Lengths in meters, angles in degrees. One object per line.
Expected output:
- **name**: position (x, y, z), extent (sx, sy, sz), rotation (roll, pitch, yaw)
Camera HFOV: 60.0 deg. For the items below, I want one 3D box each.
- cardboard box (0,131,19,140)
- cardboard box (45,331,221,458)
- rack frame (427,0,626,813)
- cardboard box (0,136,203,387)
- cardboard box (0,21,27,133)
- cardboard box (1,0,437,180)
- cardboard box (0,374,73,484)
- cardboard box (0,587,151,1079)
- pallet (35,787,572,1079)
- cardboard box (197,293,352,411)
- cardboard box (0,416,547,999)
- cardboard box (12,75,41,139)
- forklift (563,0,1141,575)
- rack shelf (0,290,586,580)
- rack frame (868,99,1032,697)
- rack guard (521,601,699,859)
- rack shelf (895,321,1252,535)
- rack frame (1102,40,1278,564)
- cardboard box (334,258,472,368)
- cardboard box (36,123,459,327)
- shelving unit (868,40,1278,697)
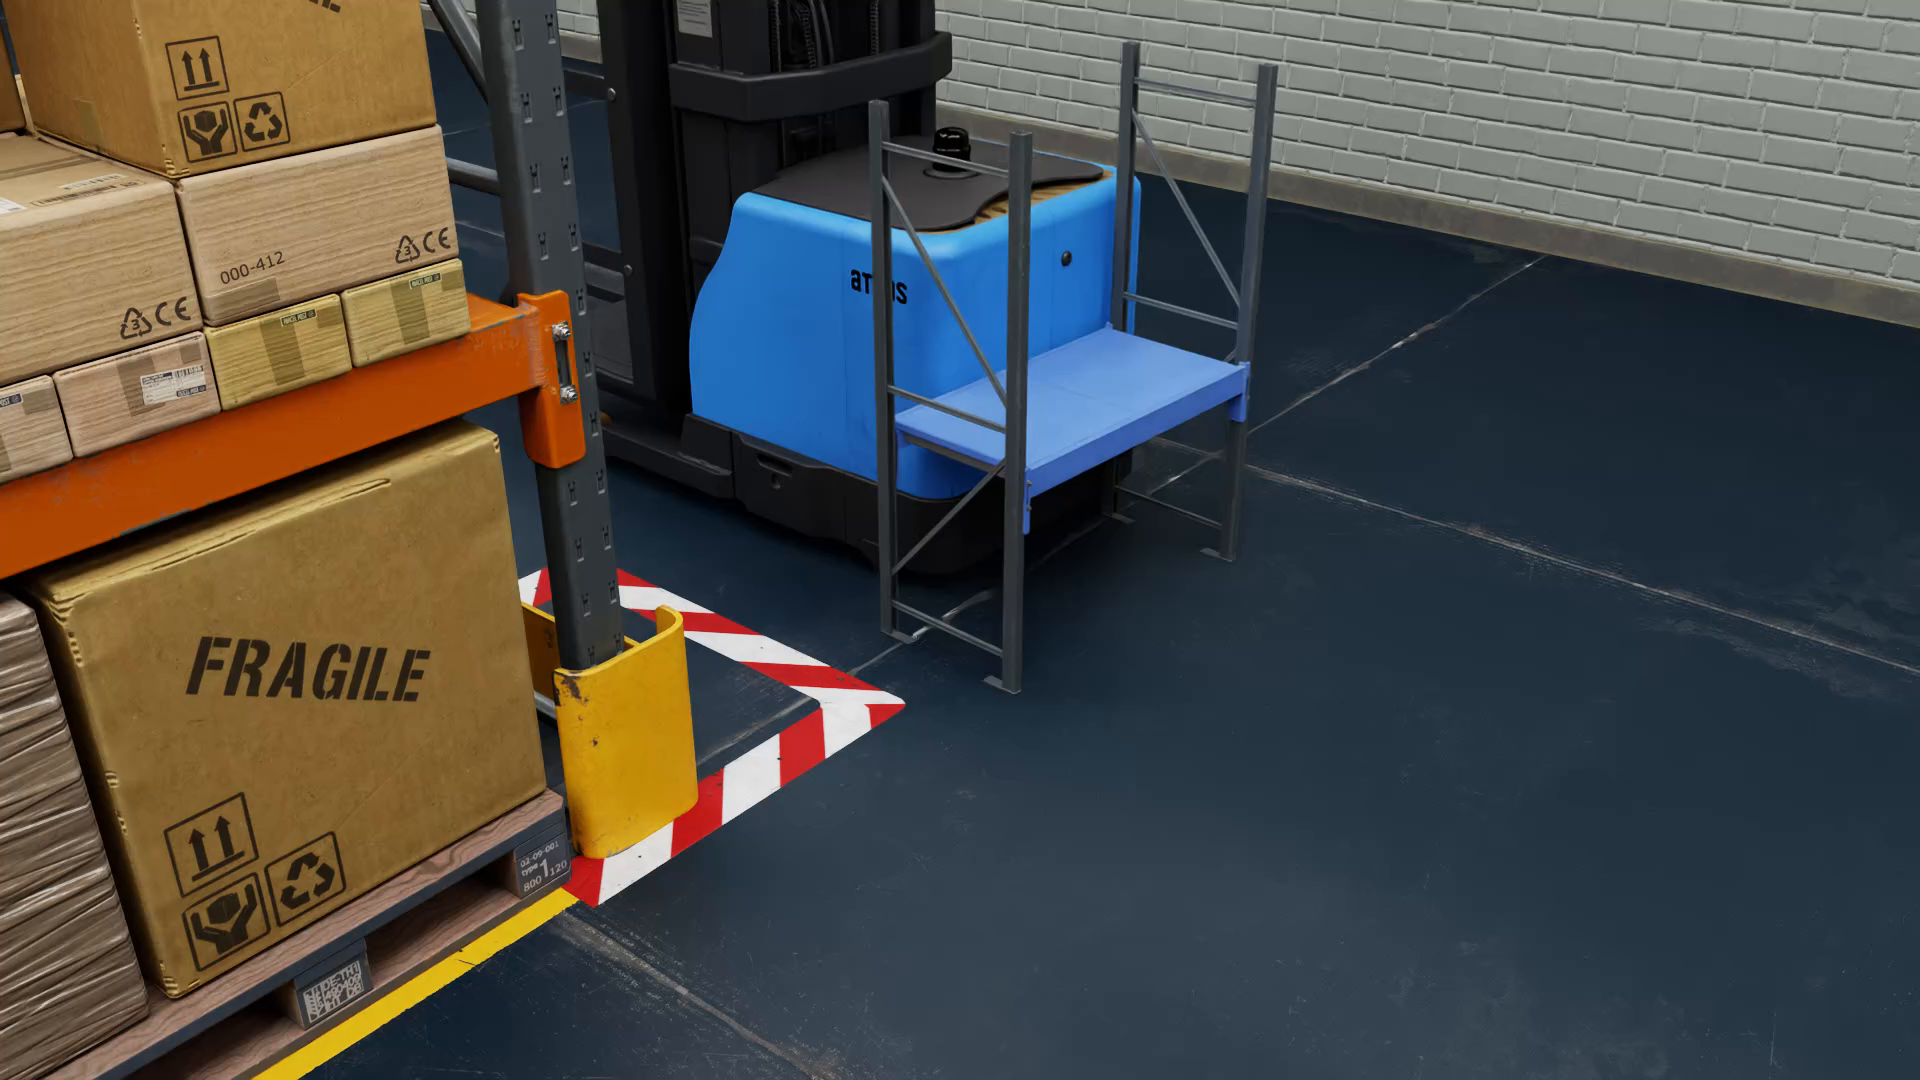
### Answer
- **cardboard box**: position (-2.023, -0.596, 2.978), extent (0.500, 0.250, 0.500), rotation (20, 34, 34)
- **cardboard box**: position (-1.481, -0.292, 2.824), extent (0.380, 0.149, 0.250), rotation (21, 34, 35)
- **rack frame**: position (-1.183, -0.808, 3.548), extent (1.000, 3.000, 0.127), rotation (21, 34, 34)
- **cardboard box**: position (-1.610, -0.445, 2.685), extent (0.500, 0.250, 0.500), rotation (20, 33, 34)
- **cardboard box**: position (-2.015, -0.938, 2.823), extent (0.500, 0.500, 0.500), rotation (20, 33, 33)
- **cardboard box**: position (-1.291, -0.957, 2.859), extent (0.500, 0.500, 0.500), rotation (21, 34, 35)
- **cardboard box**: position (-1.641, -0.204, 2.654), extent (0.380, 0.149, 0.250), rotation (21, 34, 35)
- **cardboard box**: position (-2.108, 0.522, 2.832), extent (0.875, 0.875, 0.875), rotation (21, 34, 34)
- **pallet**: position (-1.632, 0.737, 3.596), extent (1.003, 0.211, 1.213), rotation (21, 34, 34)
- **cardboard box**: position (-1.320, -0.382, 2.996), extent (0.380, 0.149, 0.250), rotation (21, 34, 35)
- **cardboard box**: position (-1.529, 0.199, 3.456), extent (0.875, 0.875, 0.875), rotation (21, 34, 34)
- **cardboard box**: position (-1.697, -0.783, 3.338), extent (0.500, 0.250, 0.500), rotation (20, 33, 33)
- **forklift**: position (-0.881, -1.746, 5.435), extent (3.031, 2.935, 1.130), rotation (21, 34, 35)
- **rack shelf**: position (-2.456, 0.220, 2.342), extent (1.077, 0.370, 4.000), rotation (21, 34, 34)
- **rack frame**: position (-0.030, -0.330, 4.255), extent (0.500, 1.500, 0.032), rotation (23, 35, 37)
- **rack guard**: position (-1.168, 0.293, 4.139), extent (1.175, 0.500, 0.348), rotation (21, 34, 34)
- **rack shelf**: position (0.313, -0.342, 4.671), extent (0.538, 0.185, 1.000), rotation (23, 35, 37)
- **rack frame**: position (0.655, -0.675, 4.922), extent (0.500, 1.500, 0.032), rotation (23, 35, 37)
- **cardboard box**: position (-1.156, -0.474, 3.176), extent (0.380, 0.149, 0.250), rotation (22, 34, 35)
- **cardboard box**: position (-1.287, -0.624, 3.032), extent (0.500, 0.250, 0.500), rotation (20, 33, 34)
- **shelving unit**: position (0.313, -0.502, 4.588), extent (0.538, 1.500, 1.048), rotation (23, 35, 37)
